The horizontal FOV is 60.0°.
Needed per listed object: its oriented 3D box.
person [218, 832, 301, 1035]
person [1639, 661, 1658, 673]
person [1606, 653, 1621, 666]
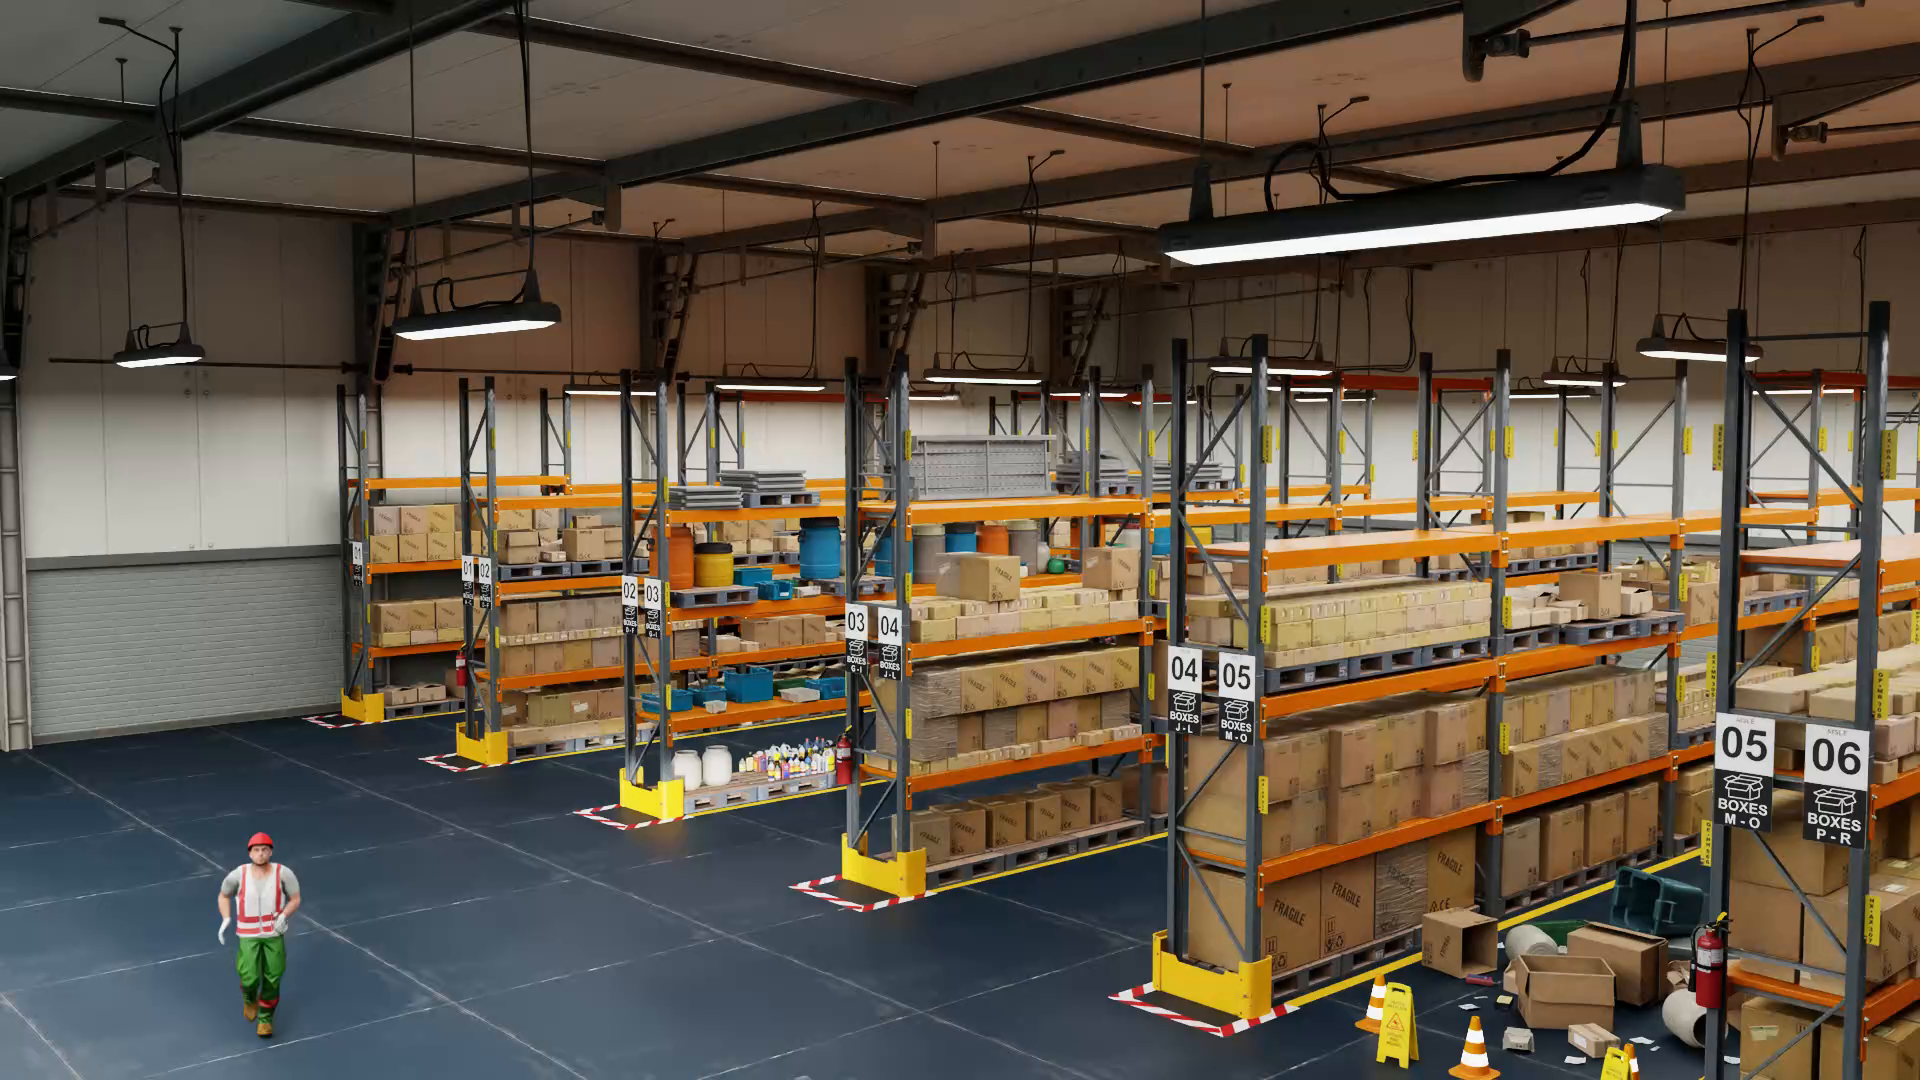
[{"bbox_3d":[-5.946,3.364,14.140,0.651,1.739,0.587,-2,4,-23],"label":"person"},{"bbox_3d":[10.207,2.675,24.512,0.905,1.776,0.685,-2,4,-33],"label":"person"},{"bbox_3d":[10.357,2.581,26.502,0.622,1.625,0.656,4,5,44],"label":"person"}]
